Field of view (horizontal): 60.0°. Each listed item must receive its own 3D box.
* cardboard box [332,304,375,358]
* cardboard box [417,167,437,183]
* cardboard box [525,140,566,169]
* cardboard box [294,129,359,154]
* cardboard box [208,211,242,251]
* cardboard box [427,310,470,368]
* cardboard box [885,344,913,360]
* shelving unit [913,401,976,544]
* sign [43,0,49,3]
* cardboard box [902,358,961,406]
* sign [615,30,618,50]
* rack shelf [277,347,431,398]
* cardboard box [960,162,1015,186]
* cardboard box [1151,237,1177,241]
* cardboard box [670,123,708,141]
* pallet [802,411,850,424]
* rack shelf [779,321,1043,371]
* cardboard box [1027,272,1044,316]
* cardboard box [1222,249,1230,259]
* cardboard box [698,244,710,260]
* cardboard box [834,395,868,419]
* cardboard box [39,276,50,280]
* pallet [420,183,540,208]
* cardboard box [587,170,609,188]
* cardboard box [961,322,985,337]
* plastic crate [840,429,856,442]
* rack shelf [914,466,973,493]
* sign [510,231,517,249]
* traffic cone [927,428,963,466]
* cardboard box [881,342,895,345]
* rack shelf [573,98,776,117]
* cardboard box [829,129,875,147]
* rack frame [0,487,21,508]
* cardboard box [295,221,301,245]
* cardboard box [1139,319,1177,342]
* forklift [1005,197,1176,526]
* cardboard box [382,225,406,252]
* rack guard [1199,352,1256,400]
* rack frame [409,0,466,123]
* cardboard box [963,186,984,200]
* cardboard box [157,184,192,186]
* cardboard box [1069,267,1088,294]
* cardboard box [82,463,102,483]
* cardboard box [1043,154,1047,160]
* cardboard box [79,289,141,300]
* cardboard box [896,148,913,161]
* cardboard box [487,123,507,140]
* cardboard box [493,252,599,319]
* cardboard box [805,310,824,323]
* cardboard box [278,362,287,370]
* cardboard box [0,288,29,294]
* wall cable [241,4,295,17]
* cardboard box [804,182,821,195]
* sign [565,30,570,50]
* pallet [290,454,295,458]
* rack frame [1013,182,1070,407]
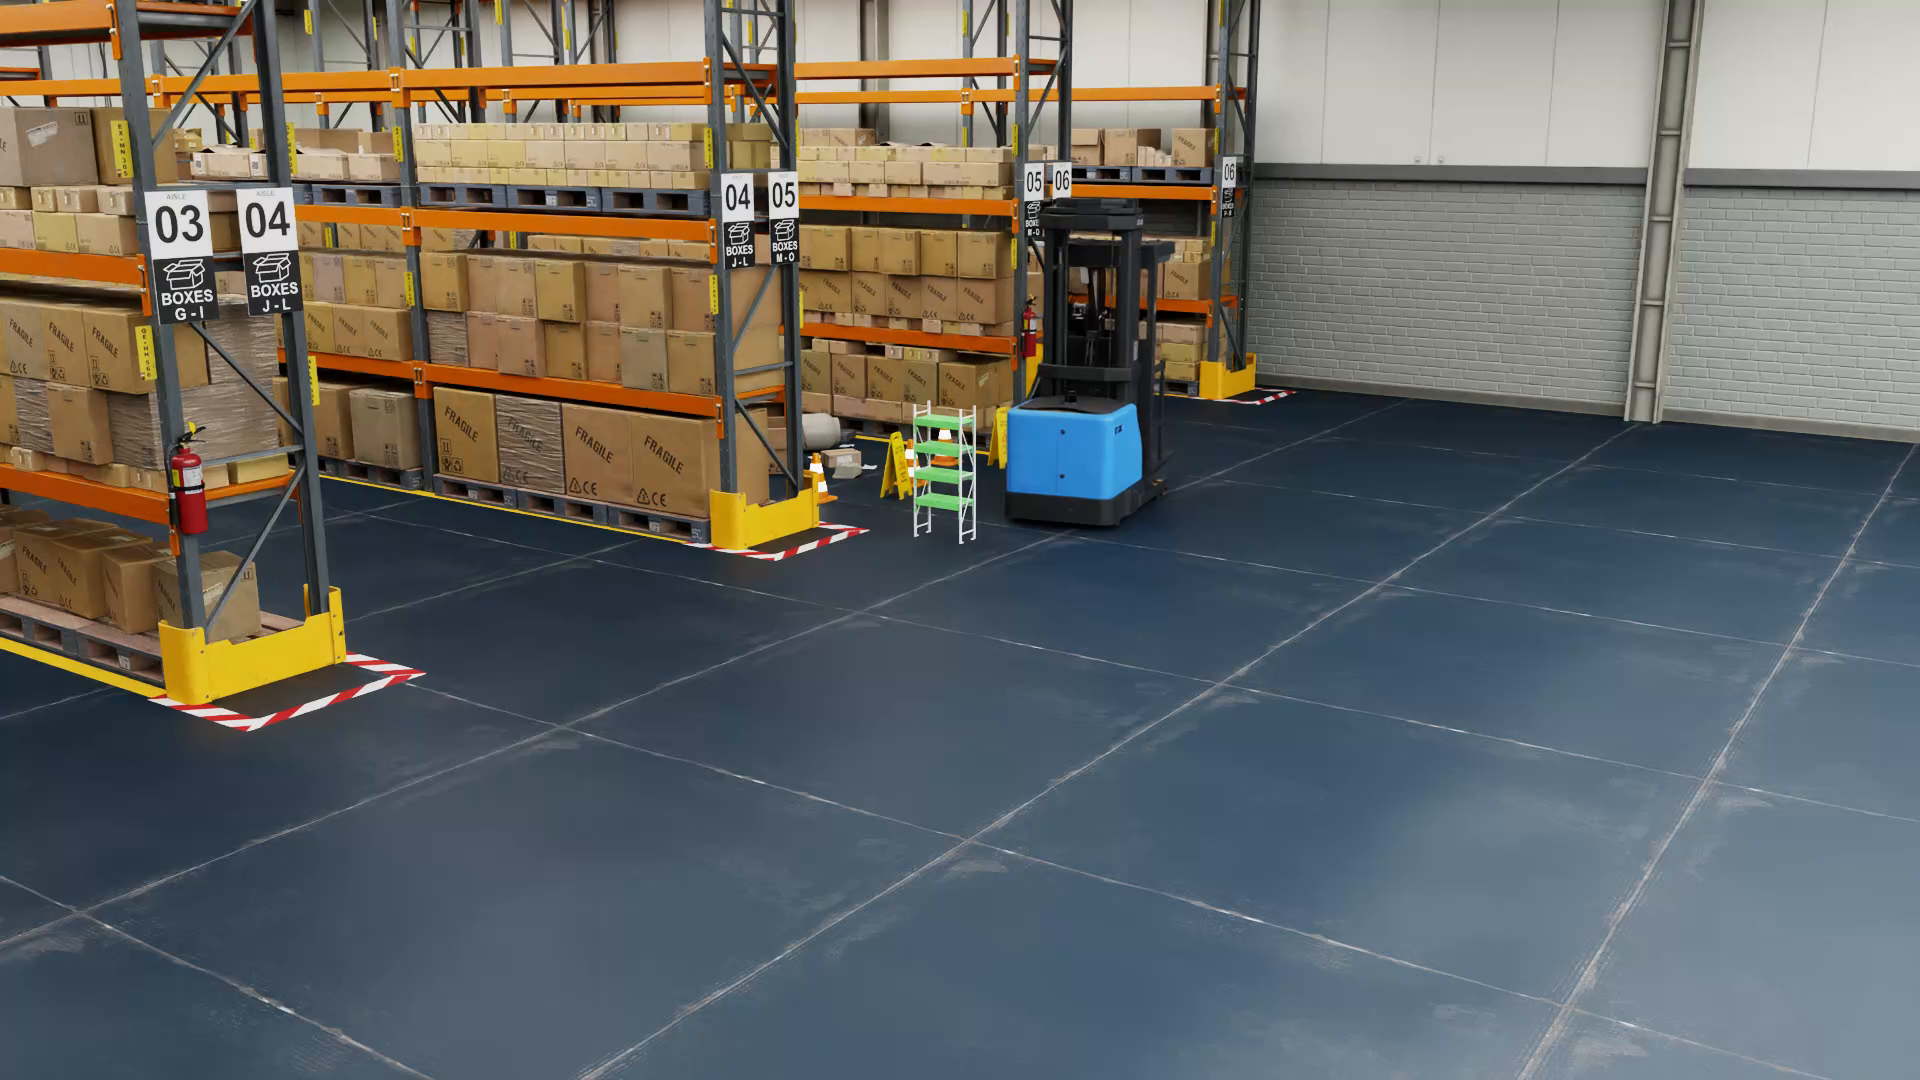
[{"bbox_3d":[-6.084,-2.172,17.148,0.500,0.500,0.500,9,17,32],"label":"cardboard box"},{"bbox_3d":[-4.970,-3.509,15.955,0.250,0.149,0.380,9,16,32],"label":"cardboard box"},{"bbox_3d":[-3.574,-3.495,15.069,0.500,0.250,0.500,9,17,33],"label":"cardboard box"},{"bbox_3d":[-6.803,-4.155,17.835,0.500,0.500,0.500,9,17,33],"label":"cardboard box"},{"bbox_3d":[-4.871,-2.027,10.839,0.500,0.250,0.500,10,17,34],"label":"cardboard box"},{"bbox_3d":[-4.770,-2.065,16.611,0.550,0.550,0.875,9,17,33],"label":"cardboard box"},{"bbox_3d":[-0.662,-2.213,19.457,0.250,0.149,0.380,10,17,35],"label":"cardboard box"},{"bbox_3d":[-0.137,-0.605,14.769,0.503,1.200,0.258,9,17,33],"label":"shelving unit"},{"bbox_3d":[-11.416,-6.666,20.751,0.005,0.325,0.100,9,17,33],"label":"sign"},{"bbox_3d":[-0.330,-1.861,19.388,0.500,0.500,0.500,10,17,35],"label":"cardboard box"},{"bbox_3d":[-5.970,-8.657,28.793,0.005,0.325,0.100,9,17,33],"label":"sign"},{"bbox_3d":[-6.742,-1.958,17.989,4.000,0.370,1.077,9,17,33],"label":"rack shelf"},{"bbox_3d":[0.340,-4.046,18.376,0.500,0.250,0.500,9,16,32],"label":"cardboard box"},{"bbox_3d":[2.813,-4.064,22.821,0.250,0.149,0.380,10,17,34],"label":"cardboard box"},{"bbox_3d":[-2.232,-3.454,14.073,0.250,0.149,0.380,9,17,33],"label":"cardboard box"},{"bbox_3d":[-1.827,-1.603,20.861,1.213,0.211,1.003,9,17,33],"label":"pallet"},{"bbox_3d":[-0.744,-2.422,19.864,4.000,0.370,1.077,9,17,33],"label":"rack shelf"},{"bbox_3d":[0.677,-2.815,19.126,0.500,0.500,0.500,9,16,32],"label":"cardboard box"},{"bbox_3d":[3.546,-3.954,22.997,0.250,0.149,0.380,9,16,31],"label":"cardboard box"},{"bbox_3d":[-2.915,-3.453,20.828,0.500,0.500,0.500,9,16,32],"label":"cardboard box"},{"bbox_3d":[-1.174,-1.636,20.038,0.500,0.250,0.500,9,16,32],"label":"cardboard box"},{"bbox_3d":[-10.786,-3.199,19.915,0.250,0.149,0.380,9,17,32],"label":"cardboard box"},{"bbox_3d":[-4.409,-3.341,16.018,1.213,0.211,1.003,9,17,33],"label":"pallet"},{"bbox_3d":[-3.073,-3.203,14.718,0.250,0.149,0.380,9,16,32],"label":"cardboard box"},{"bbox_3d":[0.214,-2.401,18.802,0.250,0.149,0.380,9,16,32],"label":"cardboard box"},{"bbox_3d":[-1.559,-1.249,19.701,0.583,0.080,0.402,3,14,14],"label":"plastic crate"},{"bbox_3d":[-0.137,-0.543,14.784,0.480,0.148,0.258,9,17,33],"label":"rack shelf"},{"bbox_3d":[-6.030,-4.027,22.440,0.005,0.325,0.100,9,17,33],"label":"sign"},{"bbox_3d":[-0.161,-1.072,18.193,0.334,0.463,0.336,9,17,33],"label":"traffic cone"},{"bbox_3d":[-0.715,-3.255,25.796,0.625,0.625,0.875,9,17,32],"label":"cardboard box"},{"bbox_3d":[-4.615,-7.203,27.525,4.000,0.370,1.077,9,17,33],"label":"rack shelf"},{"bbox_3d":[-1.646,-6.041,25.453,0.500,0.500,0.500,10,17,34],"label":"cardboard box"},{"bbox_3d":[-7.934,-1.064,12.879,0.127,3.000,1.000,9,17,33],"label":"rack frame"},{"bbox_3d":[-10.004,-4.725,25.377,0.500,0.500,0.500,9,16,32],"label":"cardboard box"},{"bbox_3d":[2.699,-2.915,23.124,0.500,0.250,0.500,10,17,34],"label":"cardboard box"},{"bbox_3d":[1.432,-1.857,16.227,1.130,2.935,3.031,5,15,21],"label":"forklift"},{"bbox_3d":[-7.985,-4.400,24.066,0.500,0.500,0.500,9,16,31],"label":"cardboard box"},{"bbox_3d":[3.702,-2.277,22.981,0.348,0.500,1.175,9,17,33],"label":"rack guard"},{"bbox_3d":[-9.594,-8.551,30.641,0.127,3.000,1.000,9,17,33],"label":"rack frame"},{"bbox_3d":[0.239,-3.856,18.440,0.250,0.149,0.380,9,17,33],"label":"cardboard box"},{"bbox_3d":[-5.154,-2.251,10.913,0.250,0.149,0.380,9,16,32],"label":"cardboard box"},{"bbox_3d":[1.854,-3.761,23.566,0.500,0.500,0.500,9,17,33],"label":"cardboard box"},{"bbox_3d":[-5.609,-0.496,11.108,0.250,0.149,0.380,9,17,33],"label":"cardboard box"},{"bbox_3d":[1.204,-5.393,23.564,0.250,0.149,0.380,10,17,34],"label":"cardboard box"},{"bbox_3d":[-5.746,-1.469,11.608,0.500,0.500,0.500,9,17,33],"label":"cardboard box"},{"bbox_3d":[-0.528,-4.403,18.987,0.250,0.149,0.380,9,16,31],"label":"cardboard box"},{"bbox_3d":[-4.123,-3.760,15.309,0.250,0.149,0.380,9,17,33],"label":"cardboard box"},{"bbox_3d":[-3.903,-2.430,15.836,0.550,0.550,0.875,9,17,33],"label":"cardboard box"},{"bbox_3d":[-1.660,-2.719,20.086,0.250,0.149,0.380,10,17,35],"label":"cardboard box"},{"bbox_3d":[-7.946,-1.588,18.804,0.750,0.750,1.050,9,16,32],"label":"cardboard box"},{"bbox_3d":[-6.873,-1.497,11.721,0.500,0.500,0.500,9,17,33],"label":"cardboard box"},{"bbox_3d":[-13.563,-12.263,34.062,0.133,3.039,2.988,9,17,33],"label":"wall cable"},{"bbox_3d":[-1.643,-4.184,19.764,0.250,0.149,0.380,10,17,34],"label":"cardboard box"},{"bbox_3d":[-6.593,-8.401,27.925,0.005,0.325,0.100,9,17,33],"label":"sign"},{"bbox_3d":[-7.789,-1.101,18.833,1.213,0.211,1.003,9,17,33],"label":"pallet"},{"bbox_3d":[0.915,-2.503,18.694,0.127,3.000,1.000,9,17,33],"label":"rack frame"}]
